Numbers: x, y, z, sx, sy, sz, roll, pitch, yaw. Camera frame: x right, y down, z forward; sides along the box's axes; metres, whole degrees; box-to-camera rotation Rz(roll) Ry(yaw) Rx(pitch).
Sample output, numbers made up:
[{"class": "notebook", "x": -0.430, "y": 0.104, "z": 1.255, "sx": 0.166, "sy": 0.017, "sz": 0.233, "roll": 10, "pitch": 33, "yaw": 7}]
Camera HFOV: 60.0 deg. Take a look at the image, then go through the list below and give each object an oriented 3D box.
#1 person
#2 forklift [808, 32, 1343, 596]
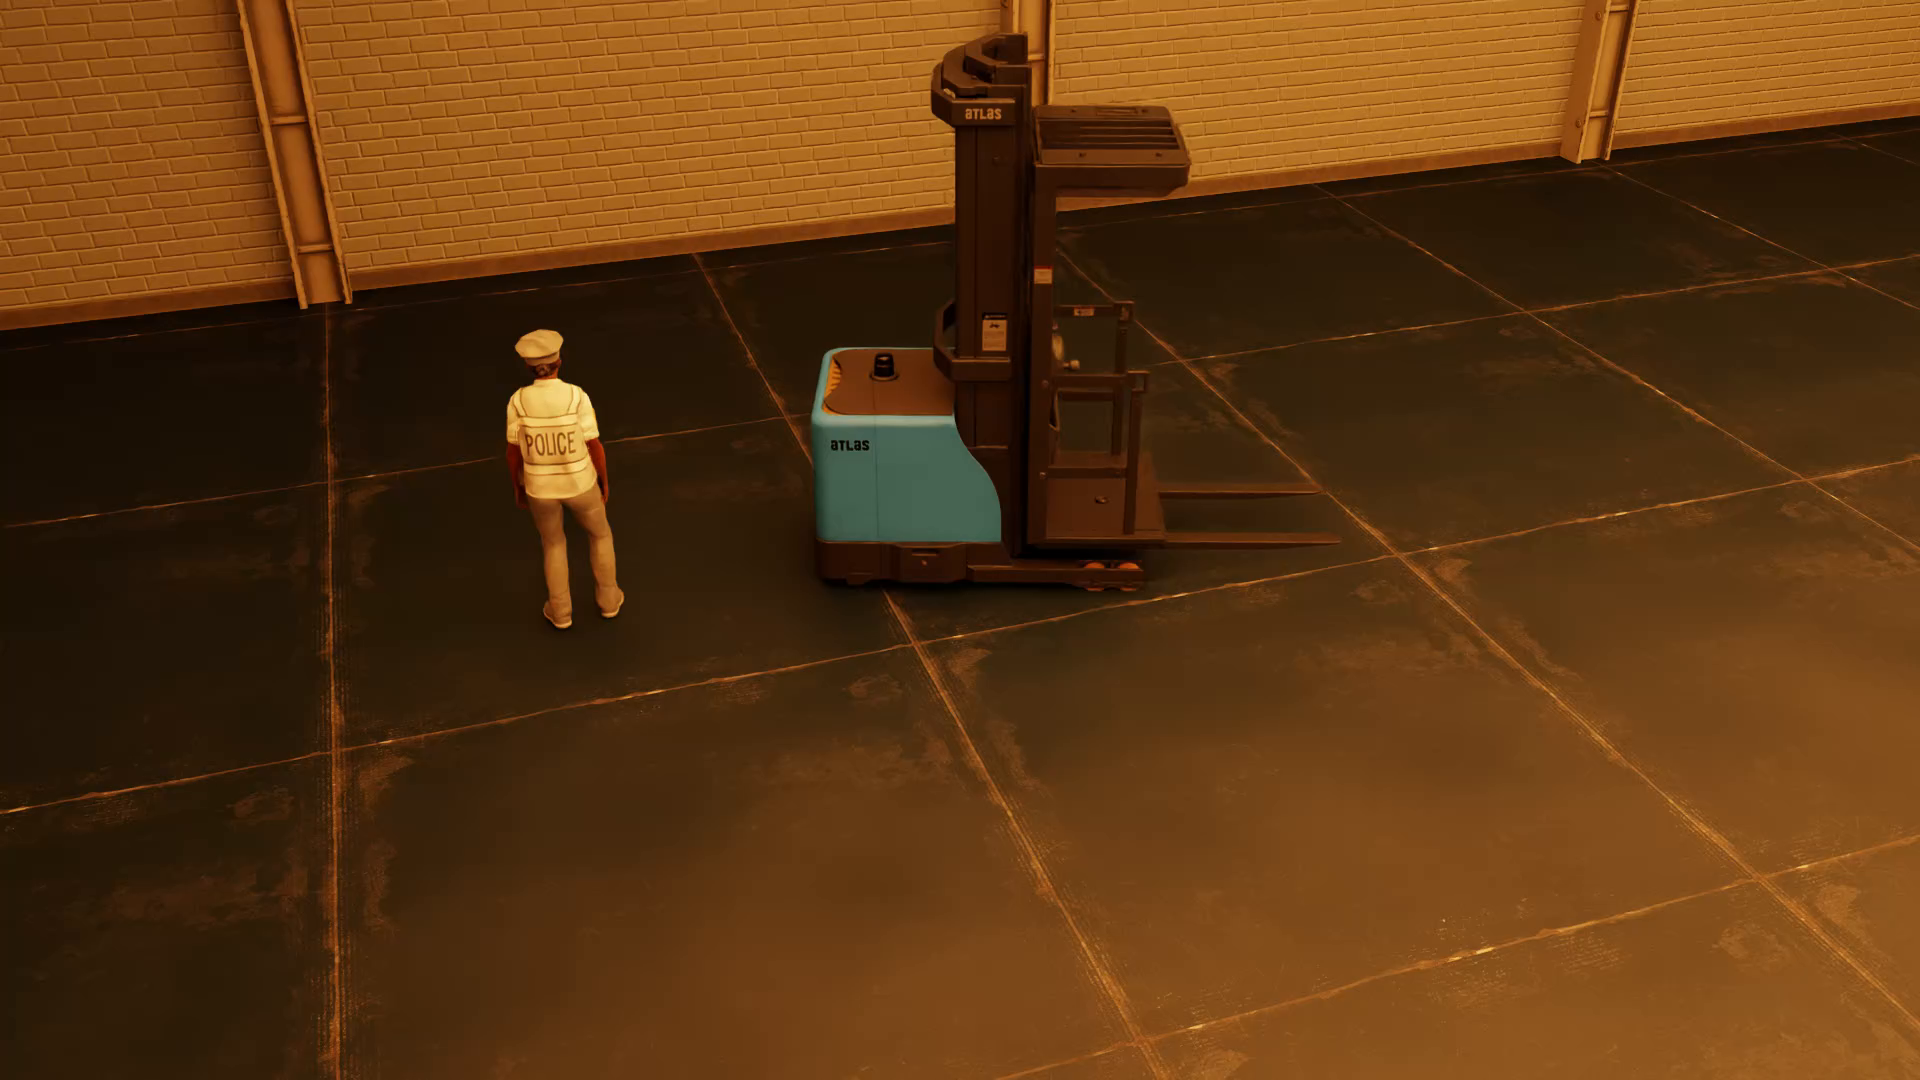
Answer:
[{"class": "person", "x": -2.140, "y": -0.305, "z": 8.916, "sx": 0.531, "sy": 1.646, "sz": 0.418, "roll": -3, "pitch": 30, "yaw": -5}, {"class": "forklift", "x": 0.688, "y": -1.226, "z": 9.218, "sx": 3.031, "sy": 2.935, "sz": 1.130, "roll": 1, "pitch": 30, "yaw": 3}]
